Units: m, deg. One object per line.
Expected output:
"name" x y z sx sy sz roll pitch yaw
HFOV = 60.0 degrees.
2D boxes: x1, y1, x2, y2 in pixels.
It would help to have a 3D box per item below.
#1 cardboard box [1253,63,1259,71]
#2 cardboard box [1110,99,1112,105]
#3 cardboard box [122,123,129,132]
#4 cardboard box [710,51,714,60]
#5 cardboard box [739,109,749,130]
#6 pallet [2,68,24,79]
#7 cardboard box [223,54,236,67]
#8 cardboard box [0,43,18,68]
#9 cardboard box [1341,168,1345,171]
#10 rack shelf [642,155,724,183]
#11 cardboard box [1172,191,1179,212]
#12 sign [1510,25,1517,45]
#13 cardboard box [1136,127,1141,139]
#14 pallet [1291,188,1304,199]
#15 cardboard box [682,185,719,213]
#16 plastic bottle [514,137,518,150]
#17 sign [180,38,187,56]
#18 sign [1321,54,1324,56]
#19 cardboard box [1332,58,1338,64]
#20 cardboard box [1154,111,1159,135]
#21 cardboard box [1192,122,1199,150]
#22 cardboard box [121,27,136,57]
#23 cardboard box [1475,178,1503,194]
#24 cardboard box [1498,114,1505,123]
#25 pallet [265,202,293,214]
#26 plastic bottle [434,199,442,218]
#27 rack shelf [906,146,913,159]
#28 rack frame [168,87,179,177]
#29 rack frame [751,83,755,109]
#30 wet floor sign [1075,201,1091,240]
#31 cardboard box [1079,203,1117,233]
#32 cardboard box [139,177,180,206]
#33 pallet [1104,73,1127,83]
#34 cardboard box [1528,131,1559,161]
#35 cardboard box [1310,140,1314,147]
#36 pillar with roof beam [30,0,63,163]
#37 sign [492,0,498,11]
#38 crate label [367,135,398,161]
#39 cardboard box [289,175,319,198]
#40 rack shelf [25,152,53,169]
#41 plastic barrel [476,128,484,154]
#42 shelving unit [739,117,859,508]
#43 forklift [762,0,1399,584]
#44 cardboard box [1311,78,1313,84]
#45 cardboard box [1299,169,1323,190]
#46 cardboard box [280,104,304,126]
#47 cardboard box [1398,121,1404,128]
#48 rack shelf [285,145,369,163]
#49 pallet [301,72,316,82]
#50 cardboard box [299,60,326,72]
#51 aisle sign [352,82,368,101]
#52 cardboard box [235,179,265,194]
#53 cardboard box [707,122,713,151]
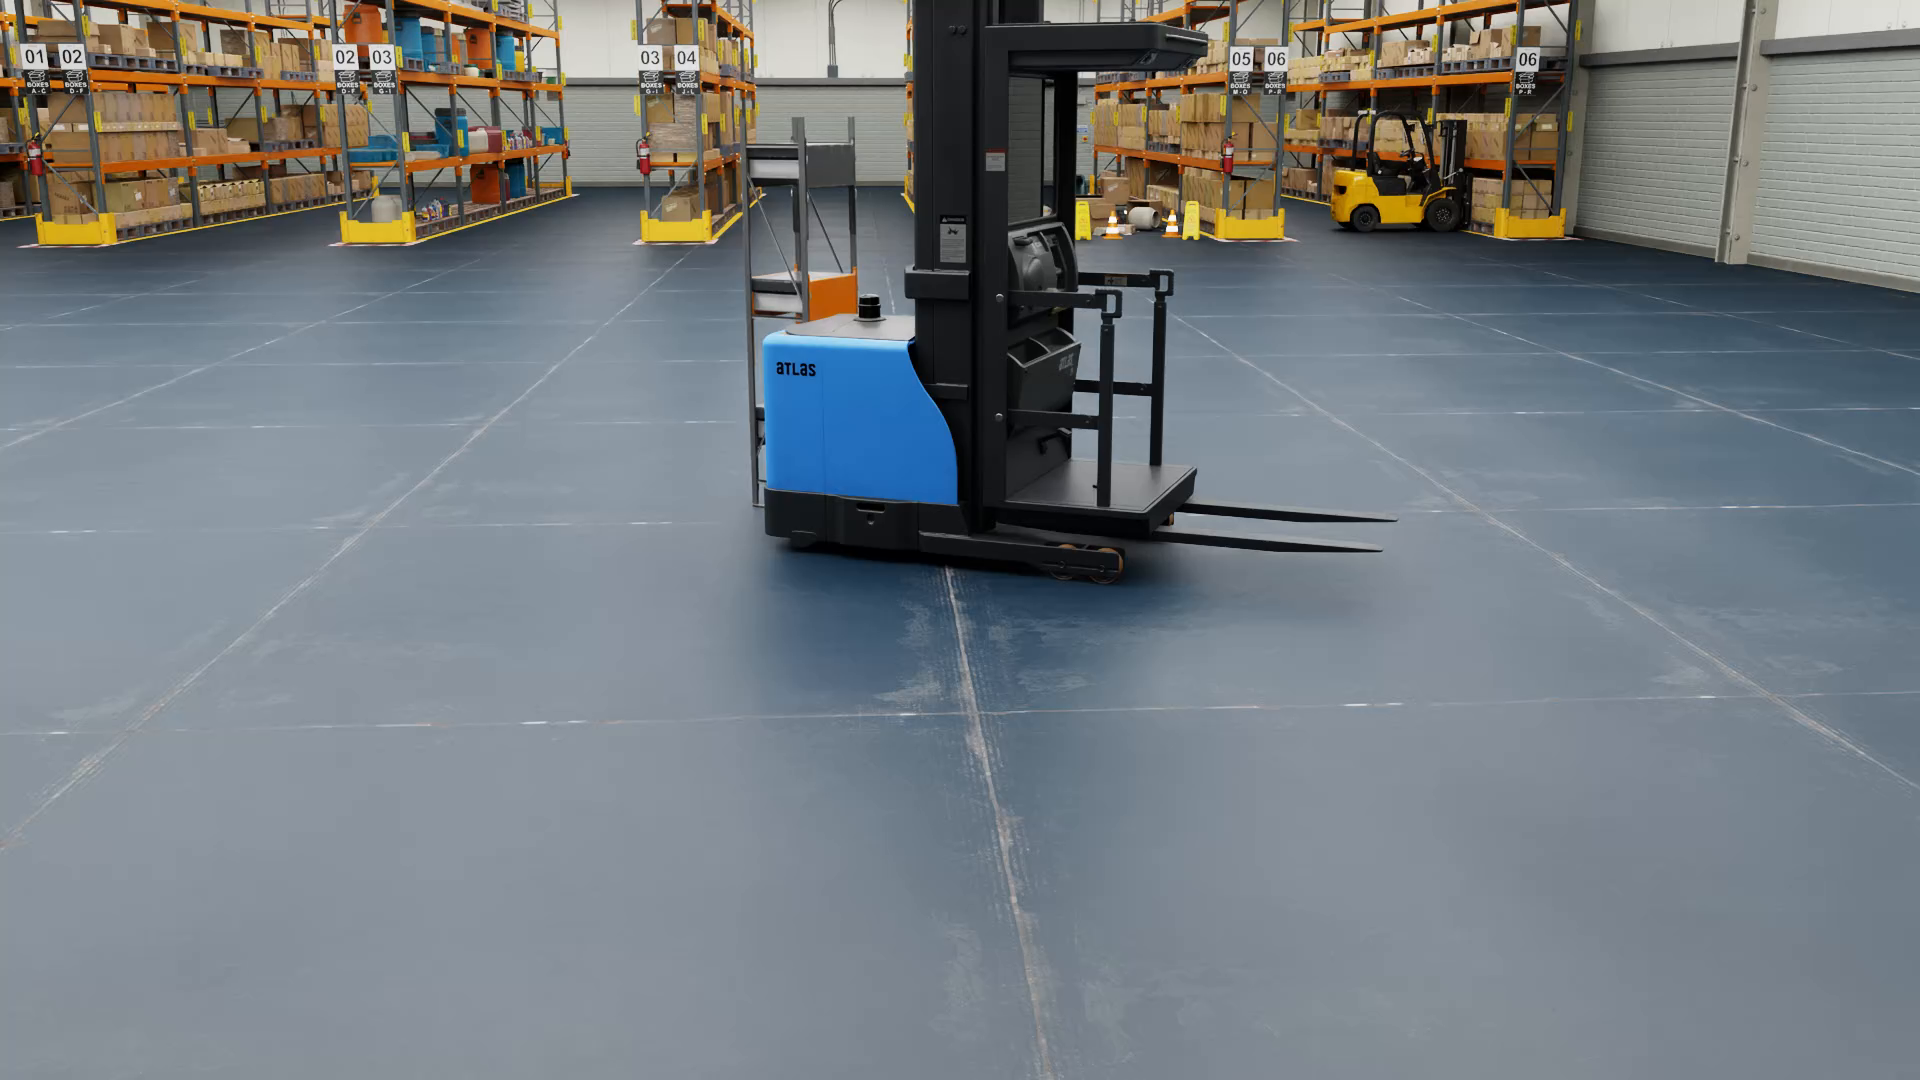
"cardboard box" 5.251 -8.198 28.853 0.380 0.149 0.250 -1 14 -5
"cardboard box" 3.956 -10.937 41.507 0.380 0.149 0.250 -1 14 -5
"cardboard box" -14.601 -7.131 28.719 0.380 0.149 0.250 -1 14 -5
"cardboard box" -4.708 -8.857 30.411 0.380 0.149 0.250 -1 14 -5
"cardboard box" -5.356 -10.105 39.978 0.500 0.500 0.500 -1 14 -3
"pallet" -20.258 -9.843 35.123 1.213 0.211 1.003 0 14 -1
"cardboard box" -15.087 -9.742 33.807 0.500 0.250 0.500 0 14 -2
"cardboard box" -20.252 -10.154 34.869 0.700 0.500 0.500 -2 15 -8
"cardboard box" 9.163 -8.667 39.065 0.380 0.149 0.250 0 14 -1
"rack shelf" -4.962 -6.712 30.036 1.077 0.370 4.000 -1 14 -3
"cardboard box" 4.770 -6.772 33.256 0.950 0.372 0.625 -1 14 -3
"sign" 9.464 -8.631 28.415 0.100 0.325 0.005 -1 14 -3
"cardboard box" 4.238 -9.119 37.245 0.500 0.250 0.500 -1 14 -5
"pallet" 9.143 -8.902 42.701 1.003 0.211 1.213 -1 14 -3
"cardboard box" -5.103 -6.713 32.731 0.700 0.500 0.500 -2 15 -8
"plastic bottle" -10.042 -8.957 37.552 0.061 0.283 0.133 -1 14 -3
"sign" -14.420 -9.156 30.875 0.100 0.325 0.005 -1 14 -3
"sign" 9.570 -12.657 43.904 0.100 0.325 0.005 -1 14 -3
"cardboard box" 8.947 -11.231 39.000 0.380 0.149 0.250 -1 14 -4
"cardboard box" 4.393 -8.856 35.286 0.500 0.500 0.500 0 14 -1
"cardboard box" 4.626 -7.540 31.012 0.500 0.500 0.500 -1 14 -4
"cardboard box" -14.998 -8.768 29.233 0.797 0.503 0.637 1 14 3
"cardboard box" 9.629 -6.386 29.994 0.500 0.250 0.500 -1 14 -2
"cardboard box" 9.728 -7.446 29.349 0.380 0.149 0.250 -1 14 -3
"pallet" -15.230 -7.236 36.226 1.003 0.211 1.213 -1 14 -3
"plastic bottle" -9.670 -6.127 30.754 0.144 0.351 0.185 -1 14 -4
"rack shelf" -0.749 -9.747 41.835 1.077 0.370 4.000 -1 14 -3
"rack frame" -20.661 -10.312 42.587 1.000 3.000 0.127 -1 14 -3
"rack frame" -5.830 -10.542 43.478 1.000 3.000 0.127 -1 14 -3
"wet floor sign" 2.096 -5.497 28.597 0.267 0.644 0.232 -3 15 -13
"cardboard box" 2.417 -5.904 30.464 0.797 0.503 0.637 -13 20 -42
"cardboard box" -14.707 -6.404 30.566 0.500 0.500 0.500 -1 14 -3
"pallet" 4.196 -11.616 41.812 1.003 0.211 1.213 -1 14 -3
"cardboard box" 10.253 -6.969 29.392 0.500 0.500 0.500 0 14 -2
"cardboard box" 8.913 -9.860 41.332 0.380 0.149 0.250 -1 14 -2
"pillar with roof beam" -17.023 -12.450 38.856 9.100 9.000 0.400 -1 14 -3
"sign" -9.729 -11.235 34.781 0.100 0.325 0.005 -1 14 -3
"crate label" -10.166 -6.957 29.474 0.502 0.435 0.616 -1 14 -3
"cardboard box" -15.130 -8.156 38.340 0.500 0.500 0.500 -1 14 -3
"rack shelf" -20.289 -8.472 36.877 1.077 0.370 4.000 -1 14 -3
"plastic barrel" -9.974 -8.173 34.046 0.421 0.512 0.421 0 14 0
"shelving unit" -0.862 -1.237 9.116 0.431 2.100 0.503 7 16 27
"forklift" 0.588 -1.365 7.948 3.031 2.935 1.130 5 15 20
"cardboard box" 8.915 -11.382 41.230 0.380 0.149 0.250 -1 14 -4
"cardboard box" 9.037 -9.140 42.205 0.700 0.500 0.500 -1 14 -6
"cardboard box" -15.759 -10.049 39.357 0.500 0.500 0.500 -1 14 -3
"cardboard box" 9.313 -8.614 34.484 0.380 0.149 0.250 -1 14 -5
"rack shelf" -15.593 -9.544 41.044 1.077 0.370 4.000 -1 14 -3
"pallet" -15.499 -10.593 38.036 1.213 0.211 1.003 -1 14 -3
"cardboard box" -15.251 -11.142 39.089 0.500 0.250 0.500 -1 14 -3
"aisle sign" -15.416 -11.670 42.648 0.394 0.787 0.004 -1 14 -3
"cardboard box" -14.943 -7.417 34.884 0.500 0.311 0.500 -1 14 -2
"cardboard box" -4.993 -7.389 30.428 0.875 0.500 0.500 -1 14 -3
